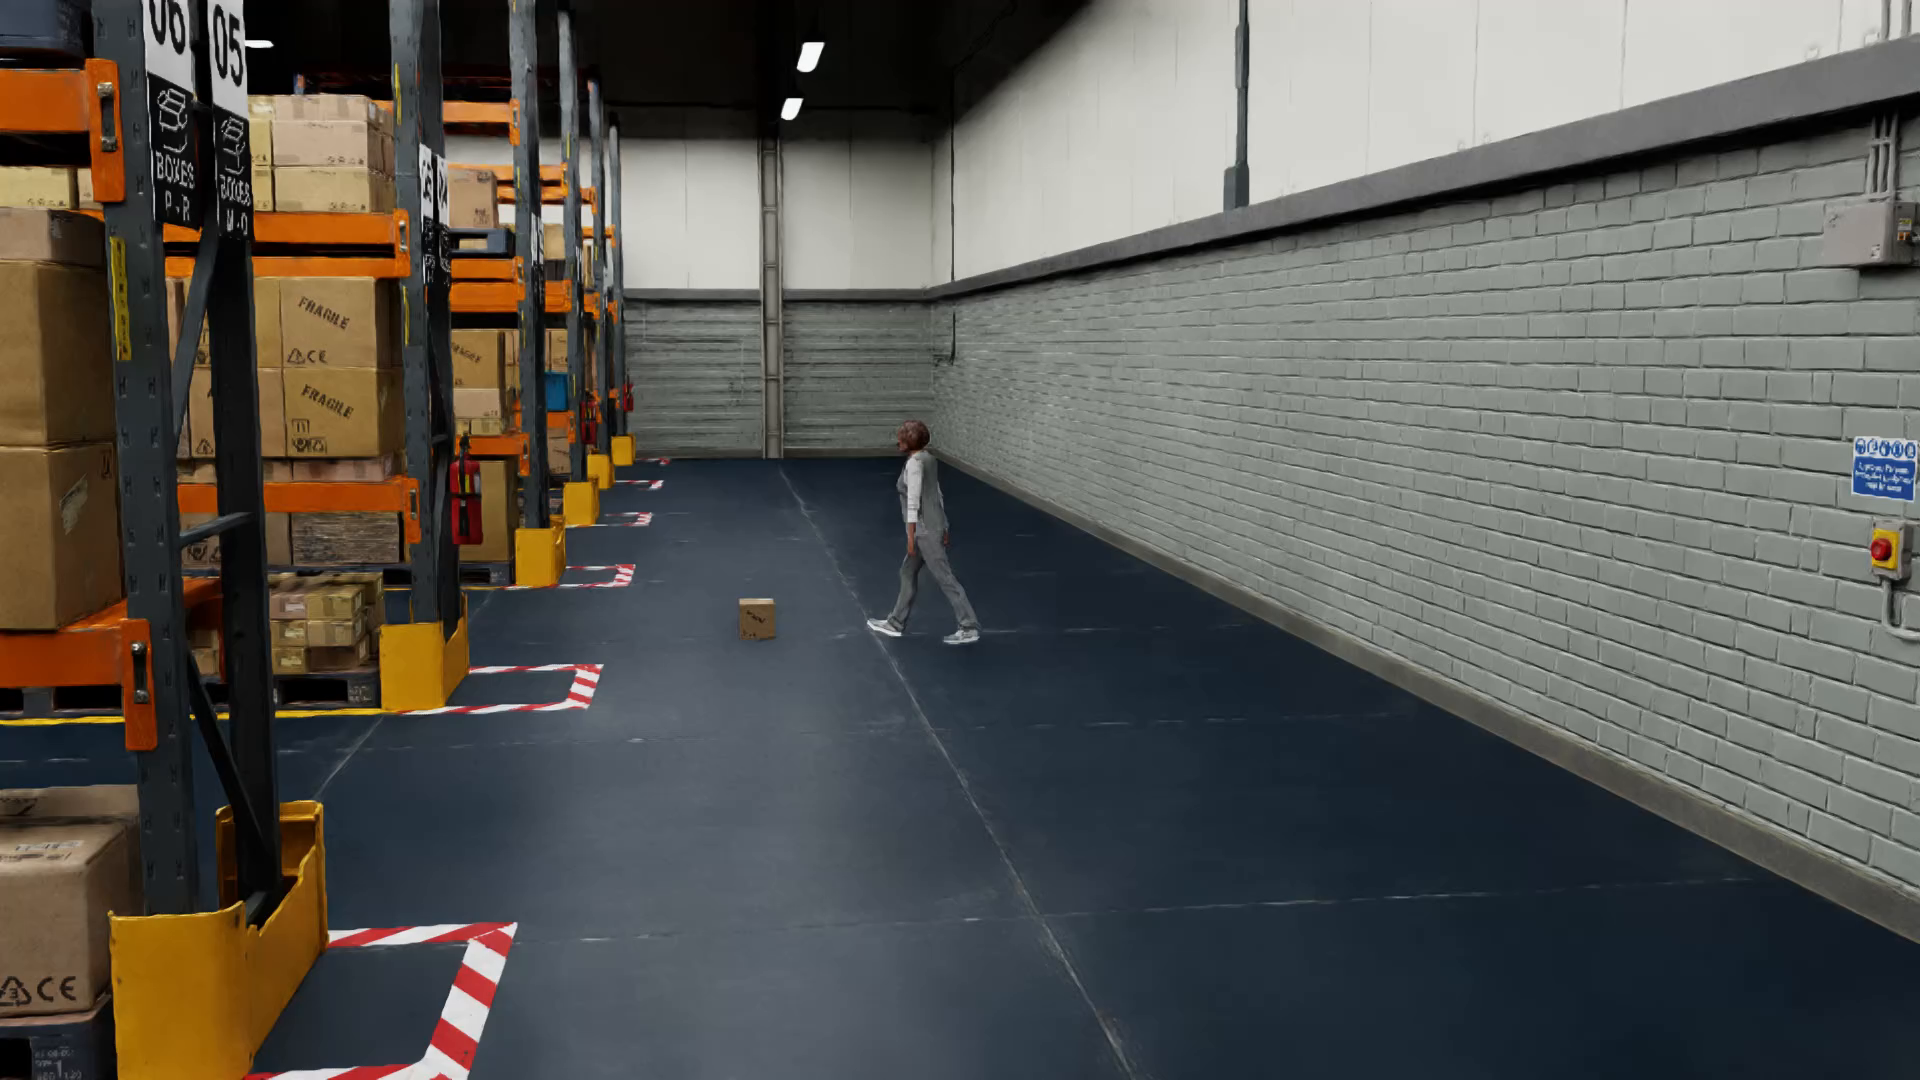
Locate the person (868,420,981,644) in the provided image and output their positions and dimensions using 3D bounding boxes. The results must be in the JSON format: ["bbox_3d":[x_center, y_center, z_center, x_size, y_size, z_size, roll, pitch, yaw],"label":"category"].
[{"bbox_3d":[-0.278,-0.062,11.550,0.860,1.546,0.461,1,7,12],"label":"person"}]
